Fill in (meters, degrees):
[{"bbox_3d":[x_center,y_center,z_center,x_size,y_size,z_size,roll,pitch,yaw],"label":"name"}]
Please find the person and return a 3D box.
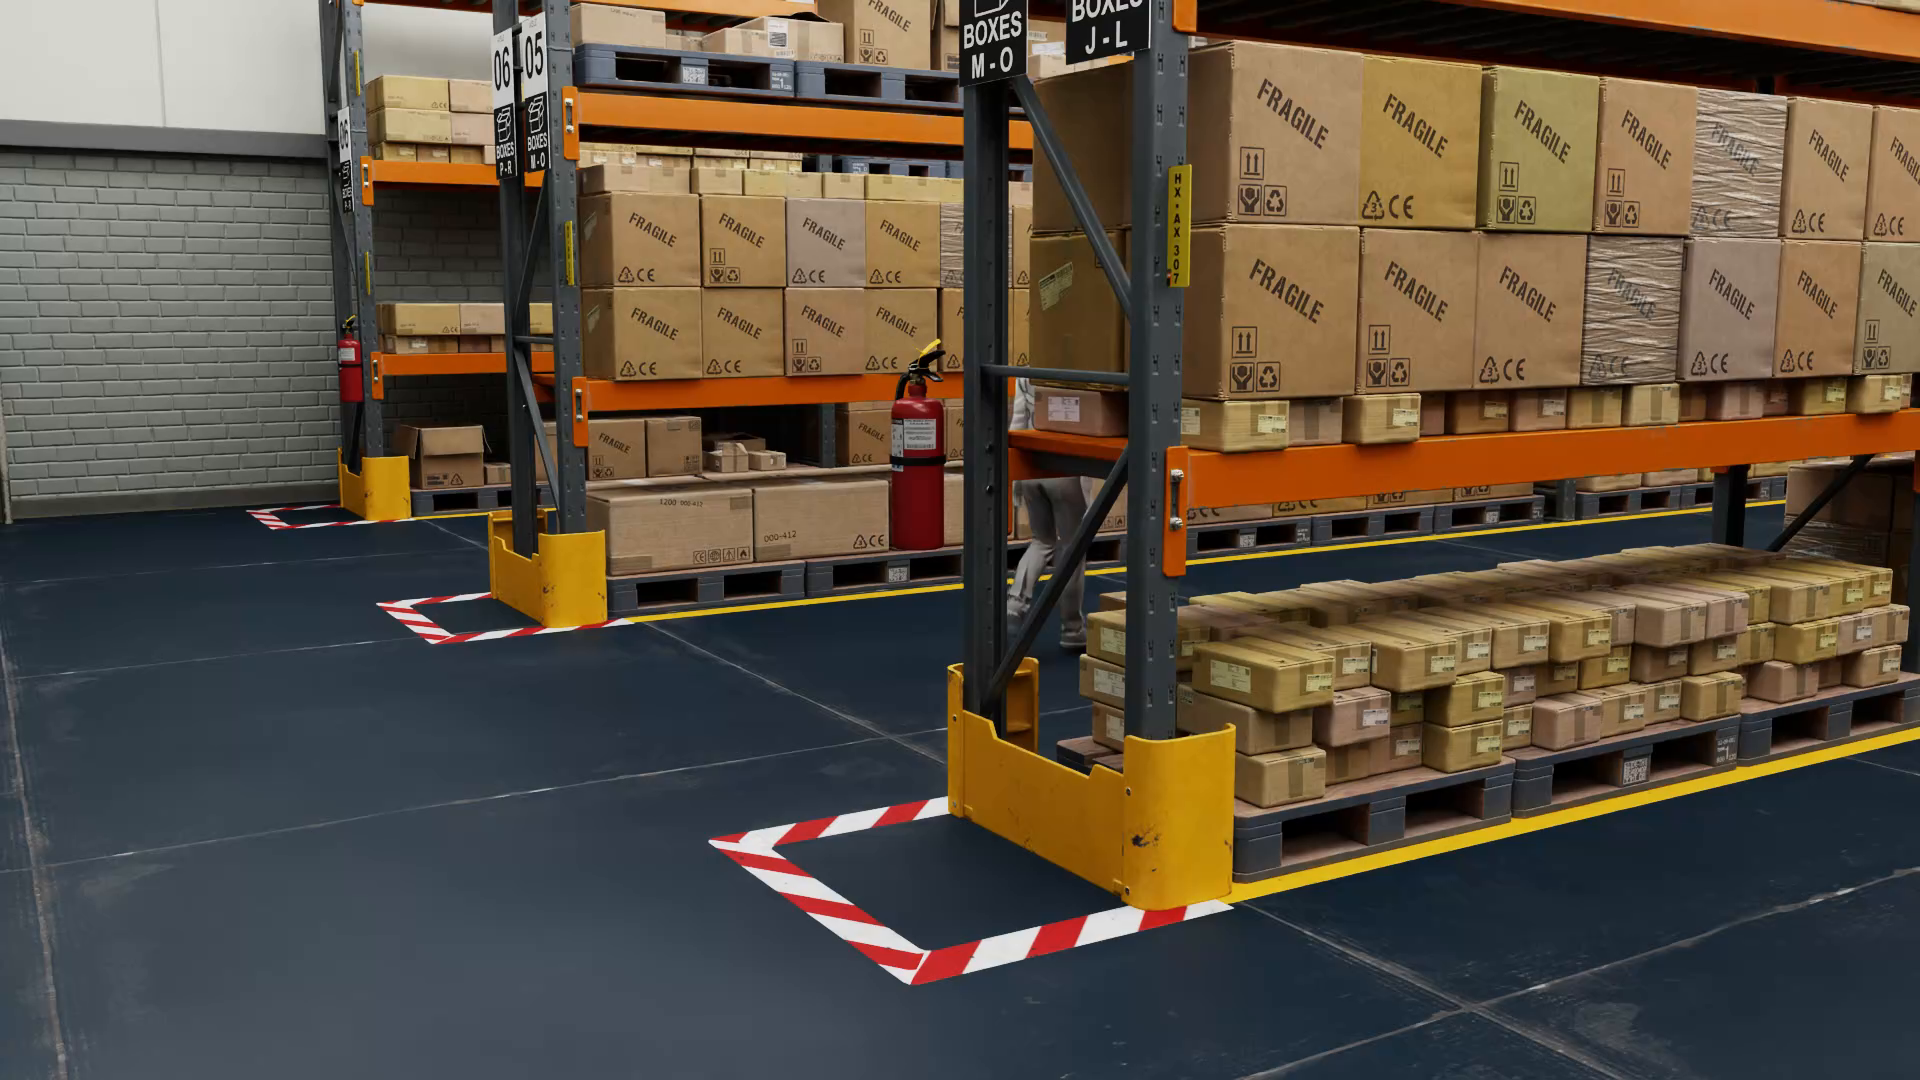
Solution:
[{"bbox_3d":[0.503,-0.284,8.130,0.511,1.658,0.537,7,11,41],"label":"person"}]
